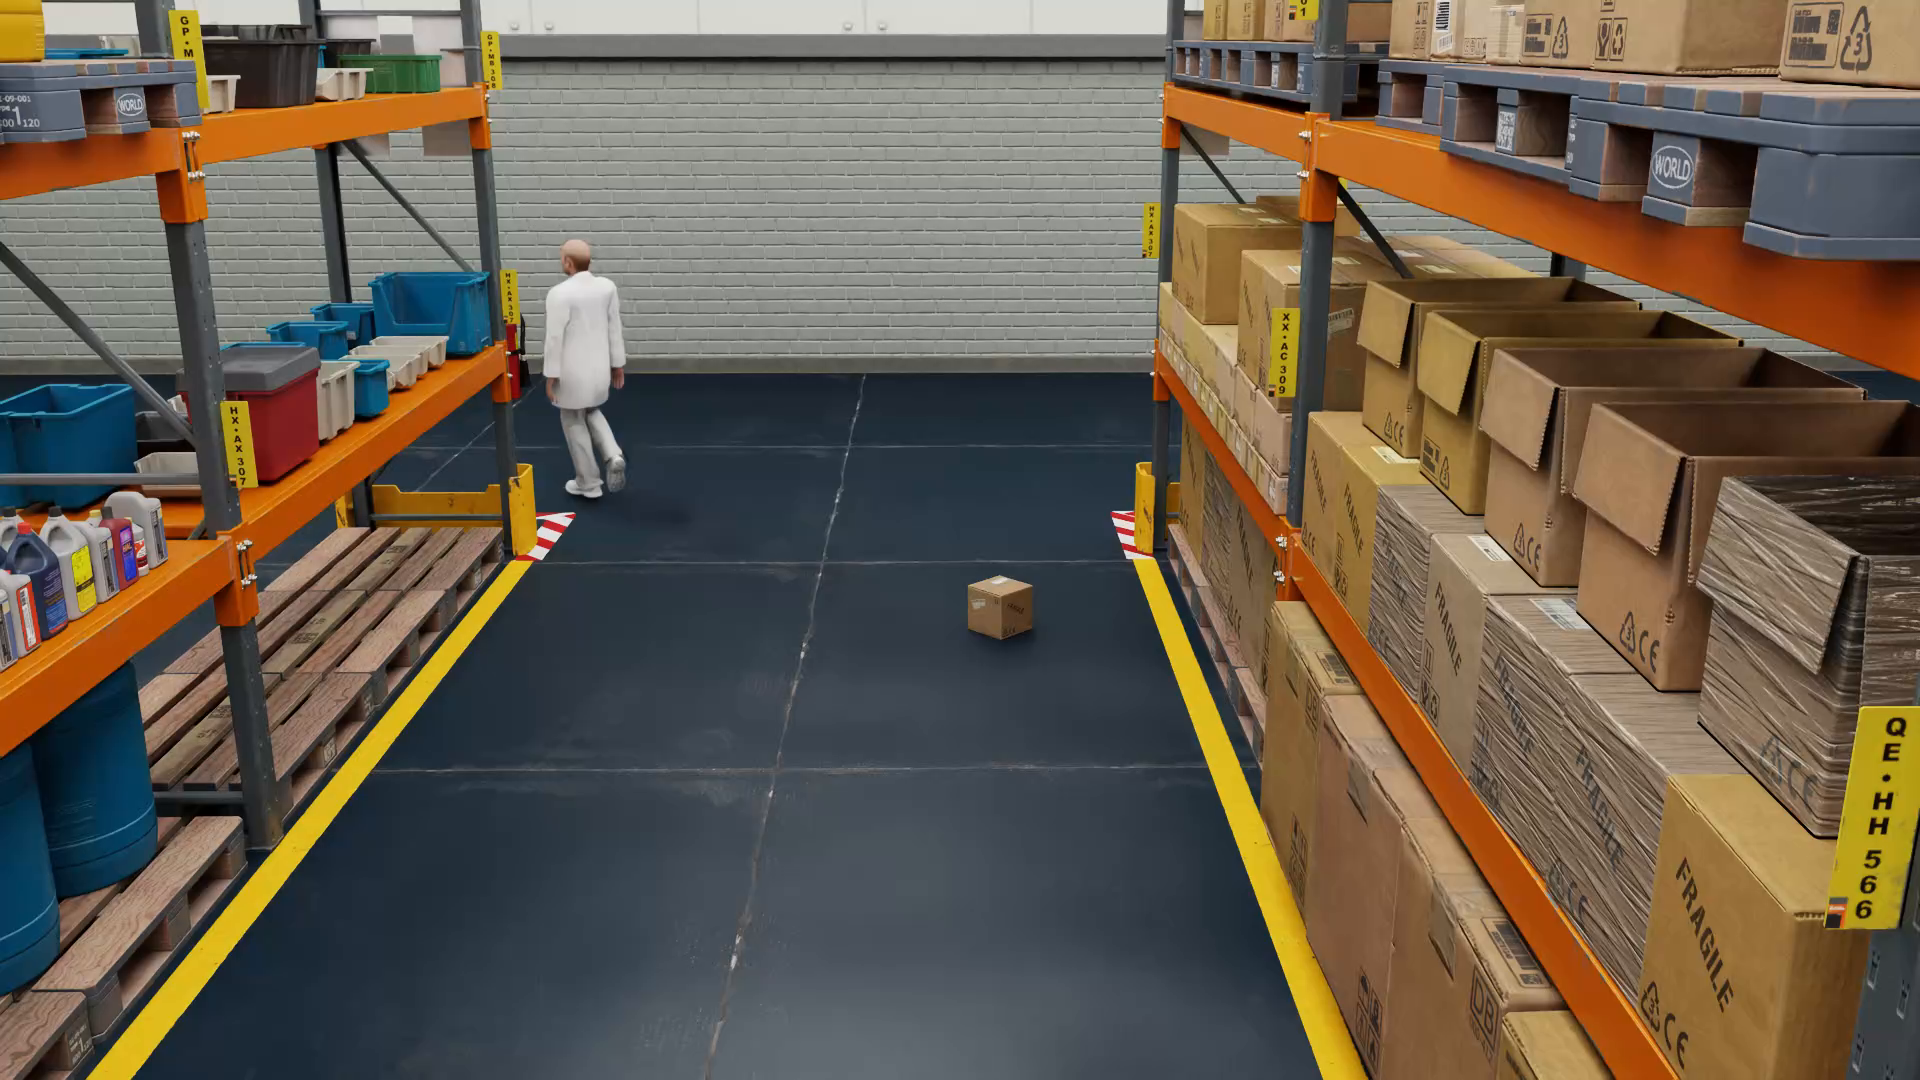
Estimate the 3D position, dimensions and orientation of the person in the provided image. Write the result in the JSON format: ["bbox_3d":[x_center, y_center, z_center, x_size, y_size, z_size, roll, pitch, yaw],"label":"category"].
[{"bbox_3d":[-2.578,-1.156,11.308,0.517,1.773,0.630,15,23,41],"label":"person"}]
